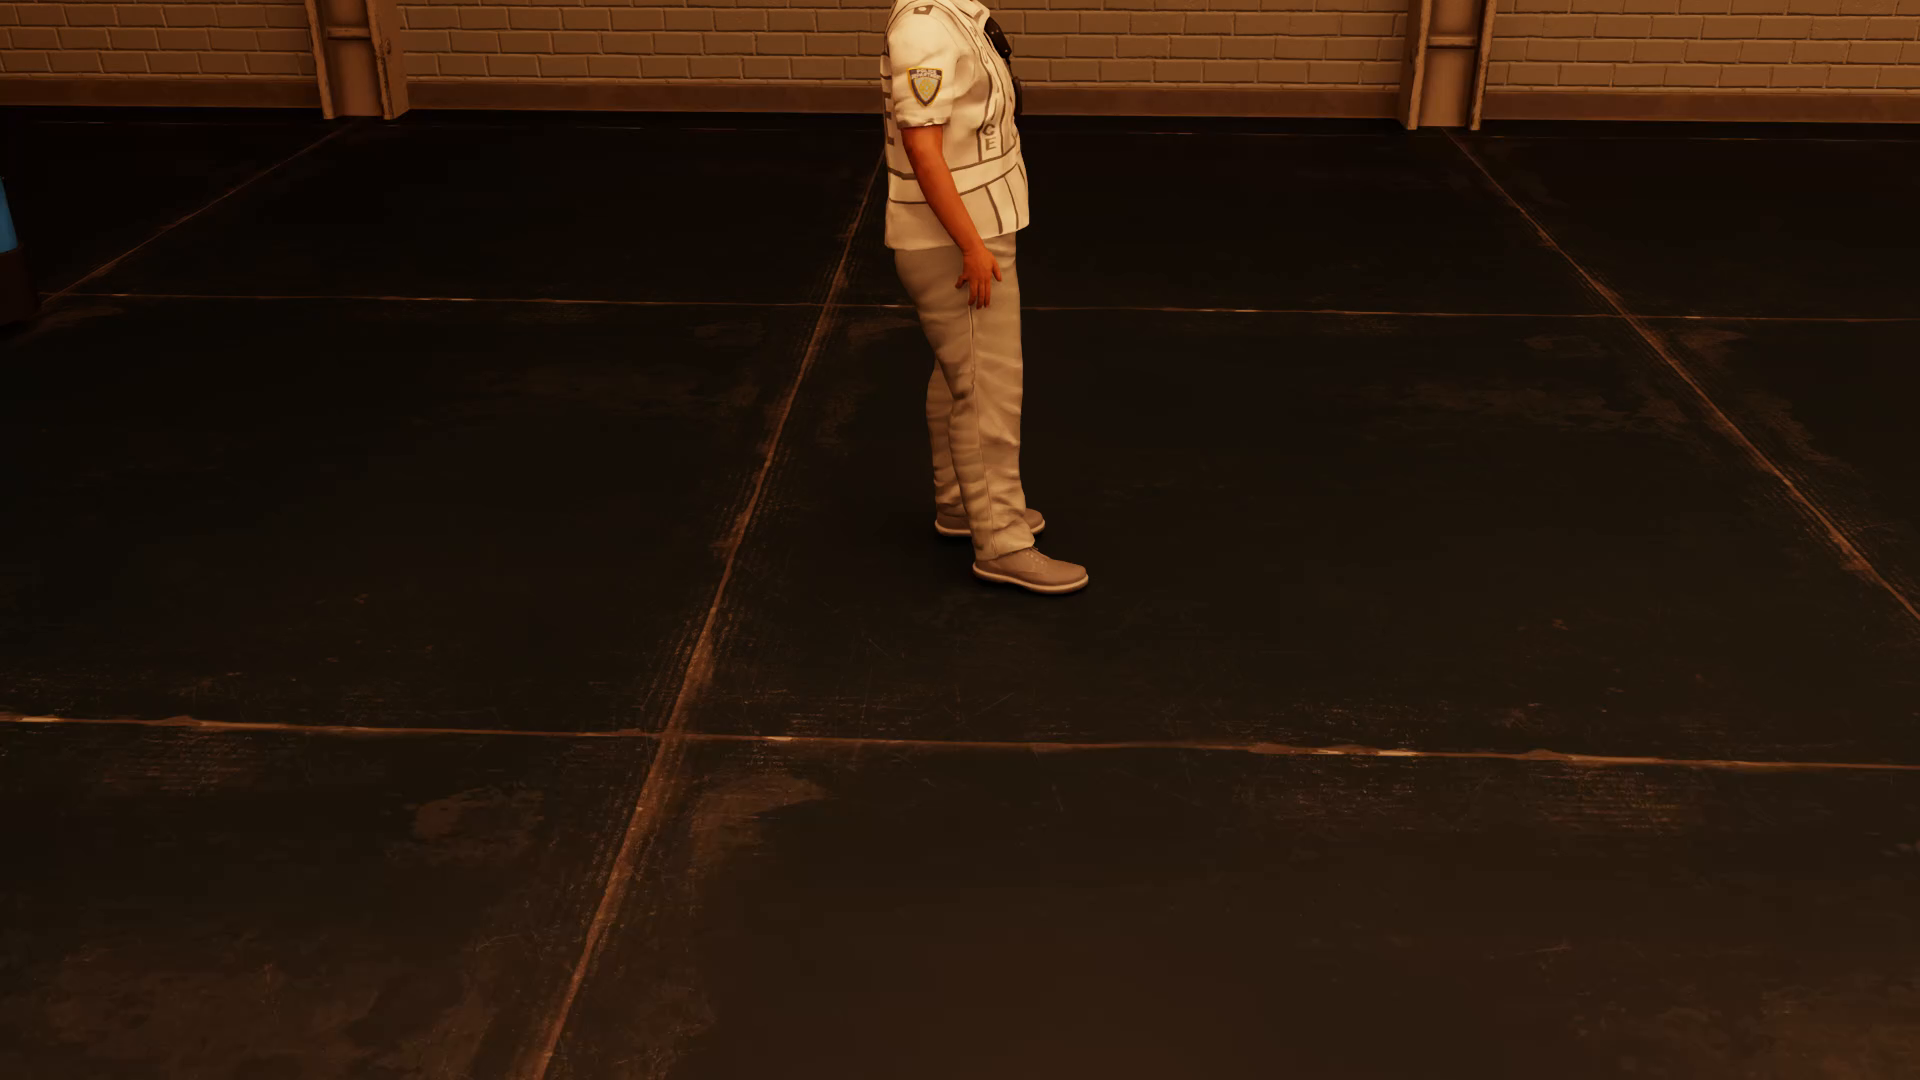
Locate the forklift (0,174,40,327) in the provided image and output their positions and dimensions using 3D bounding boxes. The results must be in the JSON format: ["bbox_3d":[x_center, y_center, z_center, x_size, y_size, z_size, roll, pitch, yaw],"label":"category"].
[{"bbox_3d":[-4.918,-2.120,5.507,3.031,2.935,1.130,9,28,18],"label":"forklift"}]

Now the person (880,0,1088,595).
[{"bbox_3d":[0.075,-0.742,4.126,0.529,1.670,0.598,1,26,2],"label":"person"}]
